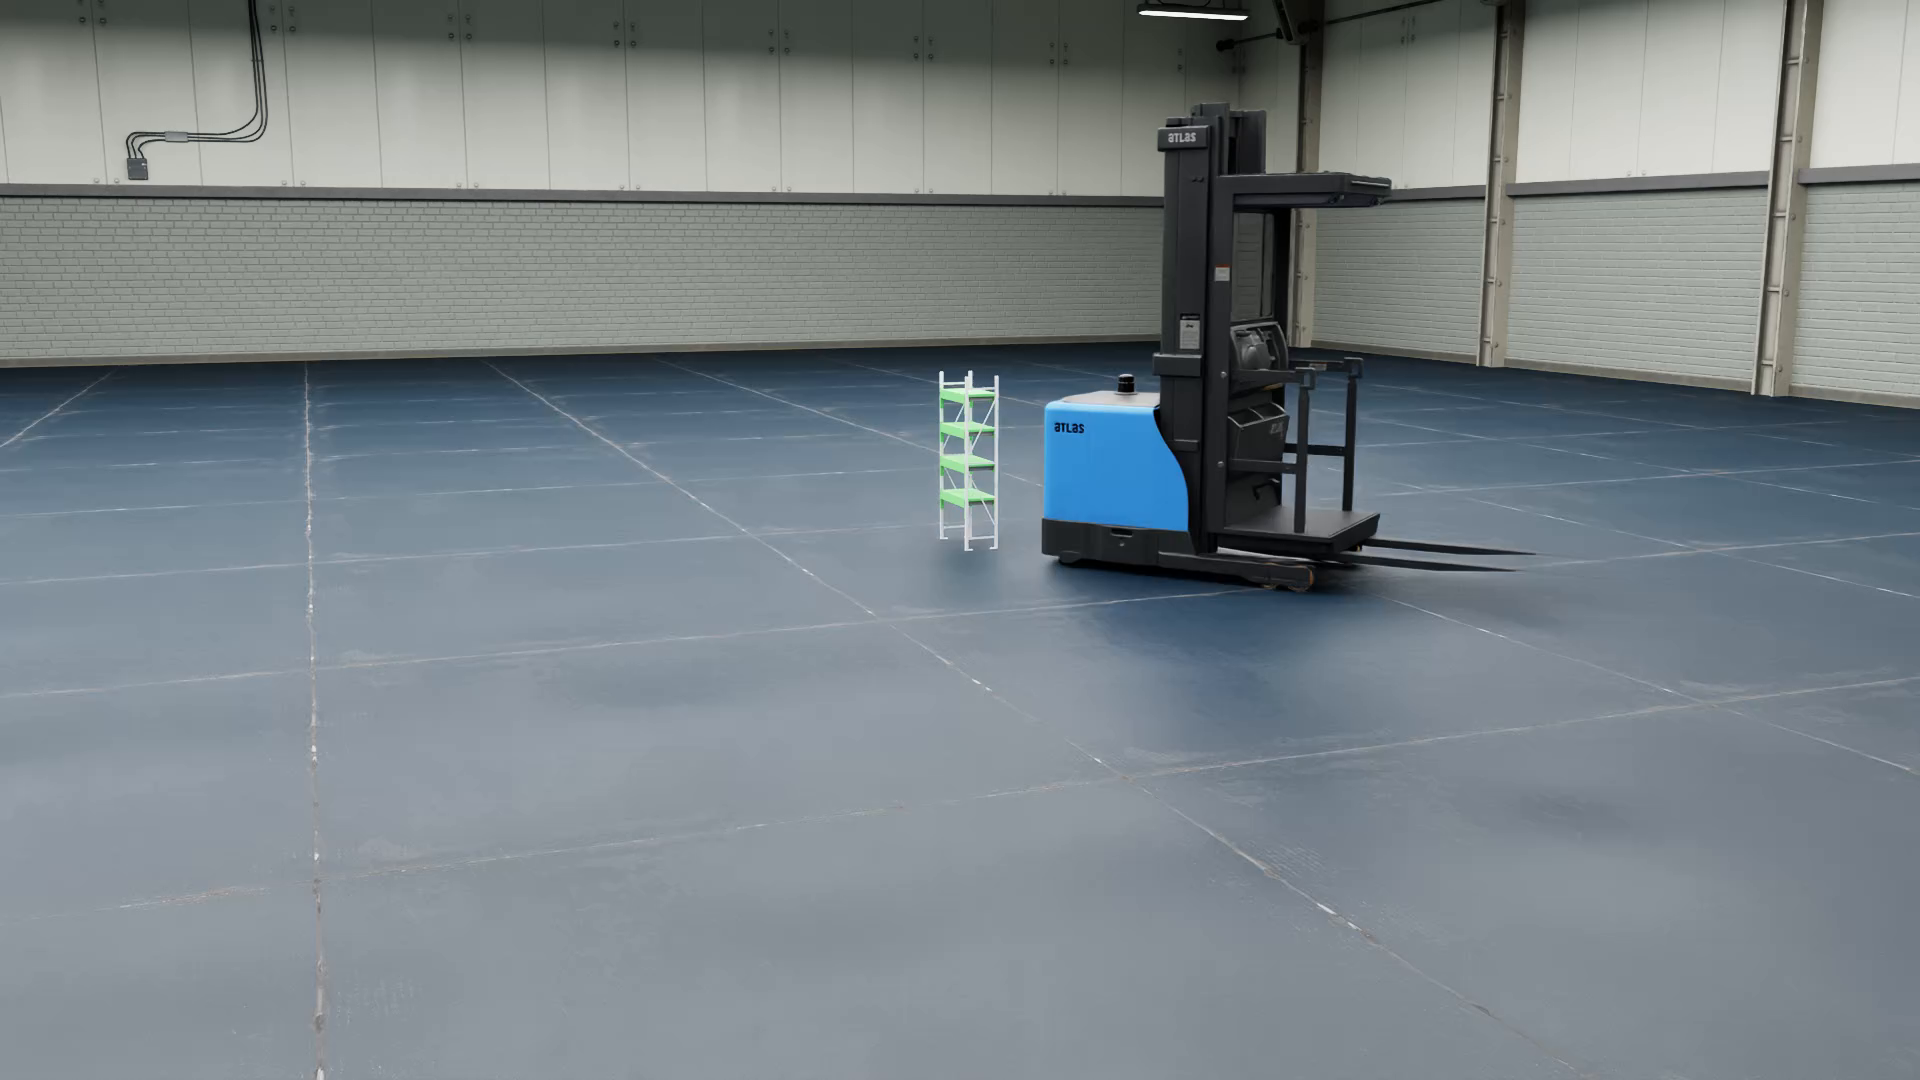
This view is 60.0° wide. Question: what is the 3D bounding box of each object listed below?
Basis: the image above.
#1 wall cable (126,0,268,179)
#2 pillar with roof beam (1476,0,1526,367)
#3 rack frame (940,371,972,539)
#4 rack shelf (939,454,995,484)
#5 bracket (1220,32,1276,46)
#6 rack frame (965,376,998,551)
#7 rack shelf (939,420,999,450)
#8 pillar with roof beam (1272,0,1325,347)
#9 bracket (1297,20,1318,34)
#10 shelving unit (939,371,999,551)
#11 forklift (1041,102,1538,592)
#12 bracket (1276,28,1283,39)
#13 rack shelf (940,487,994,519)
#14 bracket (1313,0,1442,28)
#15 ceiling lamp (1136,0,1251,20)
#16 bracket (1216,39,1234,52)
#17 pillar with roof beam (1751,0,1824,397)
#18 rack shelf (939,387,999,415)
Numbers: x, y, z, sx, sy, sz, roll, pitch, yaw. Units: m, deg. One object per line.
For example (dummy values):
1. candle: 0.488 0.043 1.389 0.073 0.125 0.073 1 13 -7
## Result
1. wall cable: -13.294 -9.269 28.621 2.305 6.003 0.169 -4 11 -21
2. pillar with roof beam: 5.208 -7.176 26.568 9.100 9.000 0.548 -4 11 -21
3. rack frame: -0.028 -0.604 11.887 0.240 1.200 0.015 -4 11 -21
4. rack shelf: 0.060 -0.501 11.674 0.258 0.148 0.480 -4 11 -21
5. bracket: 5.920 -10.537 35.181 0.076 0.066 3.189 -4 11 -21
6. rack frame: 0.148 -0.524 11.439 0.240 1.200 0.015 -4 11 -21
7. rack shelf: 0.060 -0.737 11.632 0.258 0.148 0.480 -4 11 -21
8. pillar with roof beam: 3.034 -8.156 32.074 9.100 9.000 0.548 -4 11 -21
9. bracket: 6.866 -10.111 32.787 0.235 0.232 0.430 -4 11 -21
10. shelving unit: 0.060 -0.564 11.663 0.258 1.200 0.503 -4 11 -21
11. forklift: 2.076 -1.230 10.466 3.031 2.935 1.130 6 12 29
12. bracket: 6.565 -10.246 33.549 0.235 0.232 0.430 -4 11 -21
13. rack shelf: 0.060 -0.265 11.716 0.258 0.148 0.480 -4 11 -21
14. bracket: 7.799 -9.690 30.423 0.076 0.066 4.783 -4 11 -21
15. ceiling lamp: 3.823 -10.357 27.783 2.000 3.185 0.800 -4 11 -21
16. bracket: 5.706 -10.633 35.723 0.235 0.232 0.430 -4 11 -21
17. pillar with roof beam: 7.382 -6.197 21.062 9.100 9.000 0.400 -4 11 -21
18. rack shelf: 0.060 -0.973 11.590 0.258 0.148 0.480 -4 11 -21
